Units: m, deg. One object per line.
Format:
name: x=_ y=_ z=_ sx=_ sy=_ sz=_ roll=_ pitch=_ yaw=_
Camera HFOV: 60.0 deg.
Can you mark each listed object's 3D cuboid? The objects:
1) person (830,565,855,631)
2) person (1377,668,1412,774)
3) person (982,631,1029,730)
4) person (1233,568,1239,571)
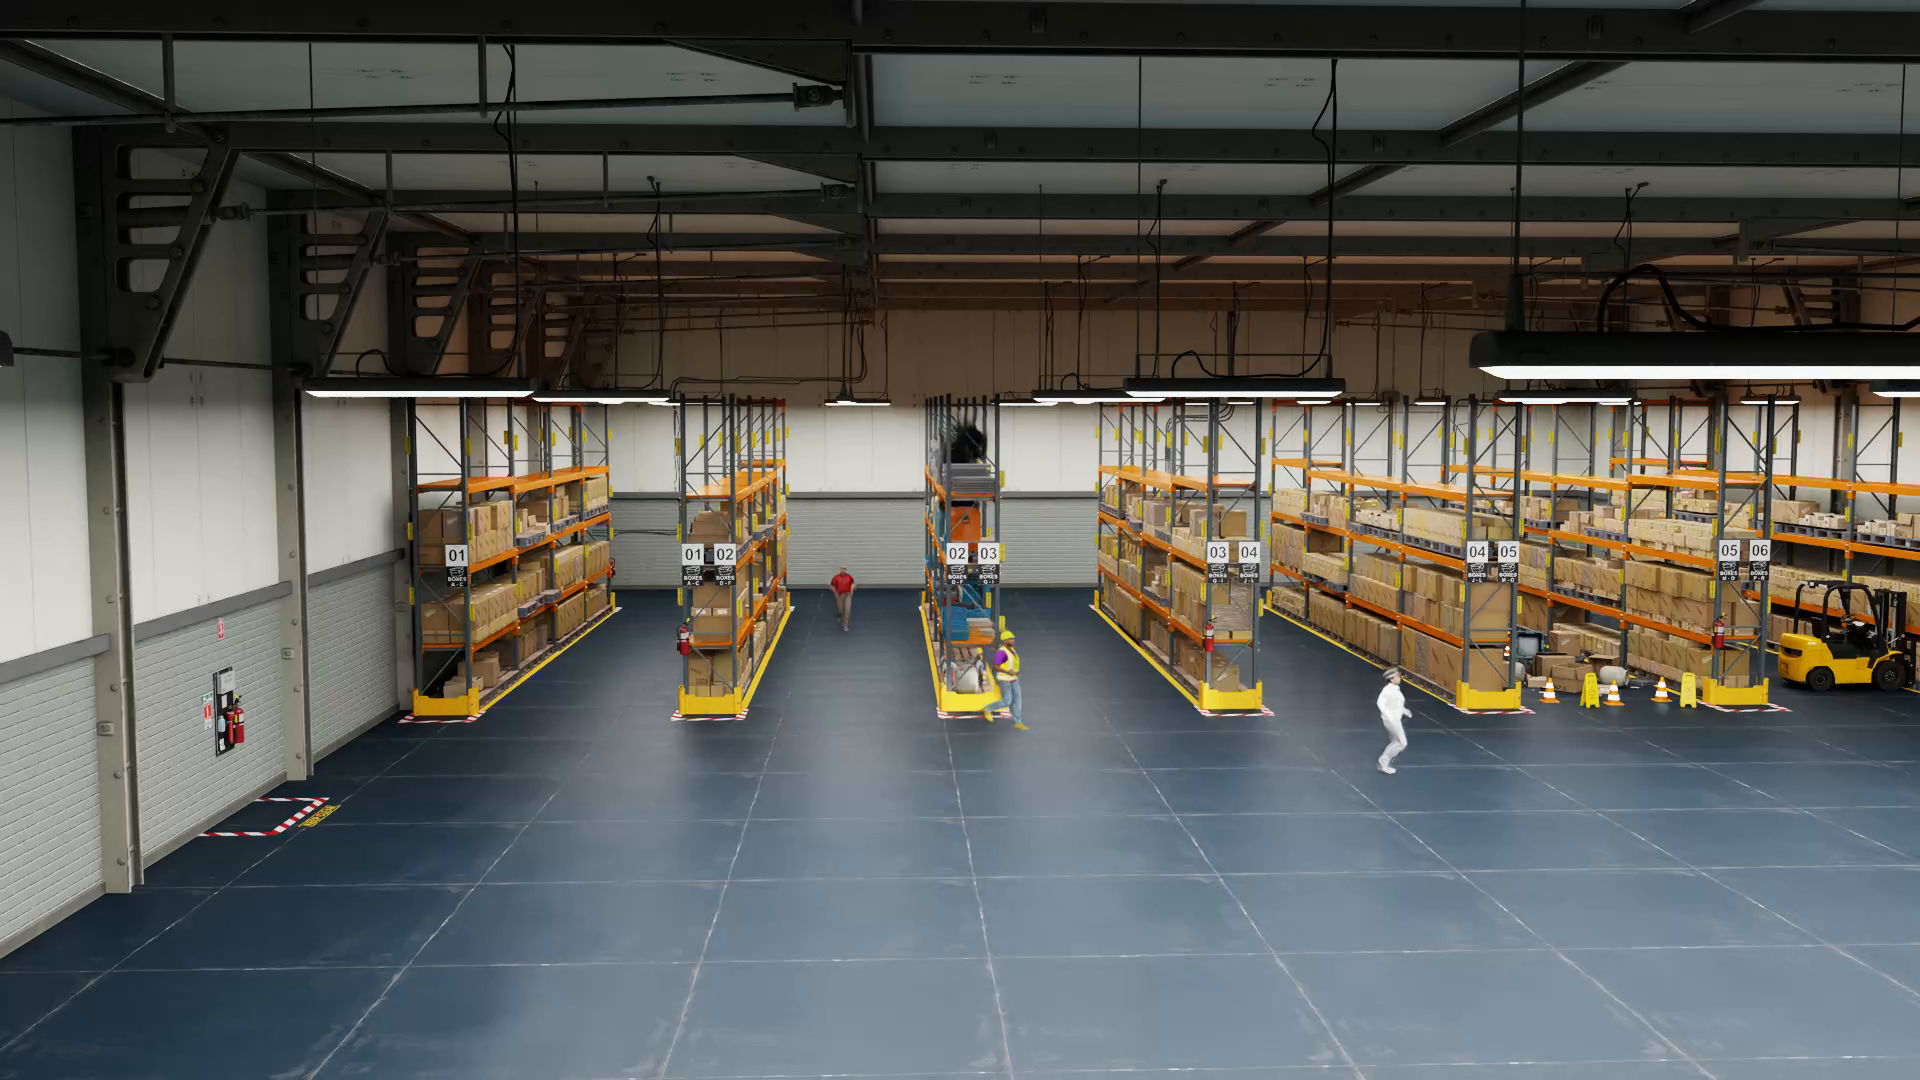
person: x=-3.014 y=1.491 z=43.029 sx=0.663 sy=1.698 sz=0.700 roll=-1 pitch=5 yaw=-15
person: x=6.810 y=2.833 z=26.053 sx=0.509 sy=1.676 sz=0.596 roll=2 pitch=5 yaw=24
person: x=0.837 y=2.500 z=29.694 sx=0.916 sy=1.754 sz=0.704 roll=3 pitch=5 yaw=30
person: x=7.593 y=1.185 z=47.296 sx=0.767 sy=1.608 sz=0.727 roll=1 pitch=5 yaw=11
